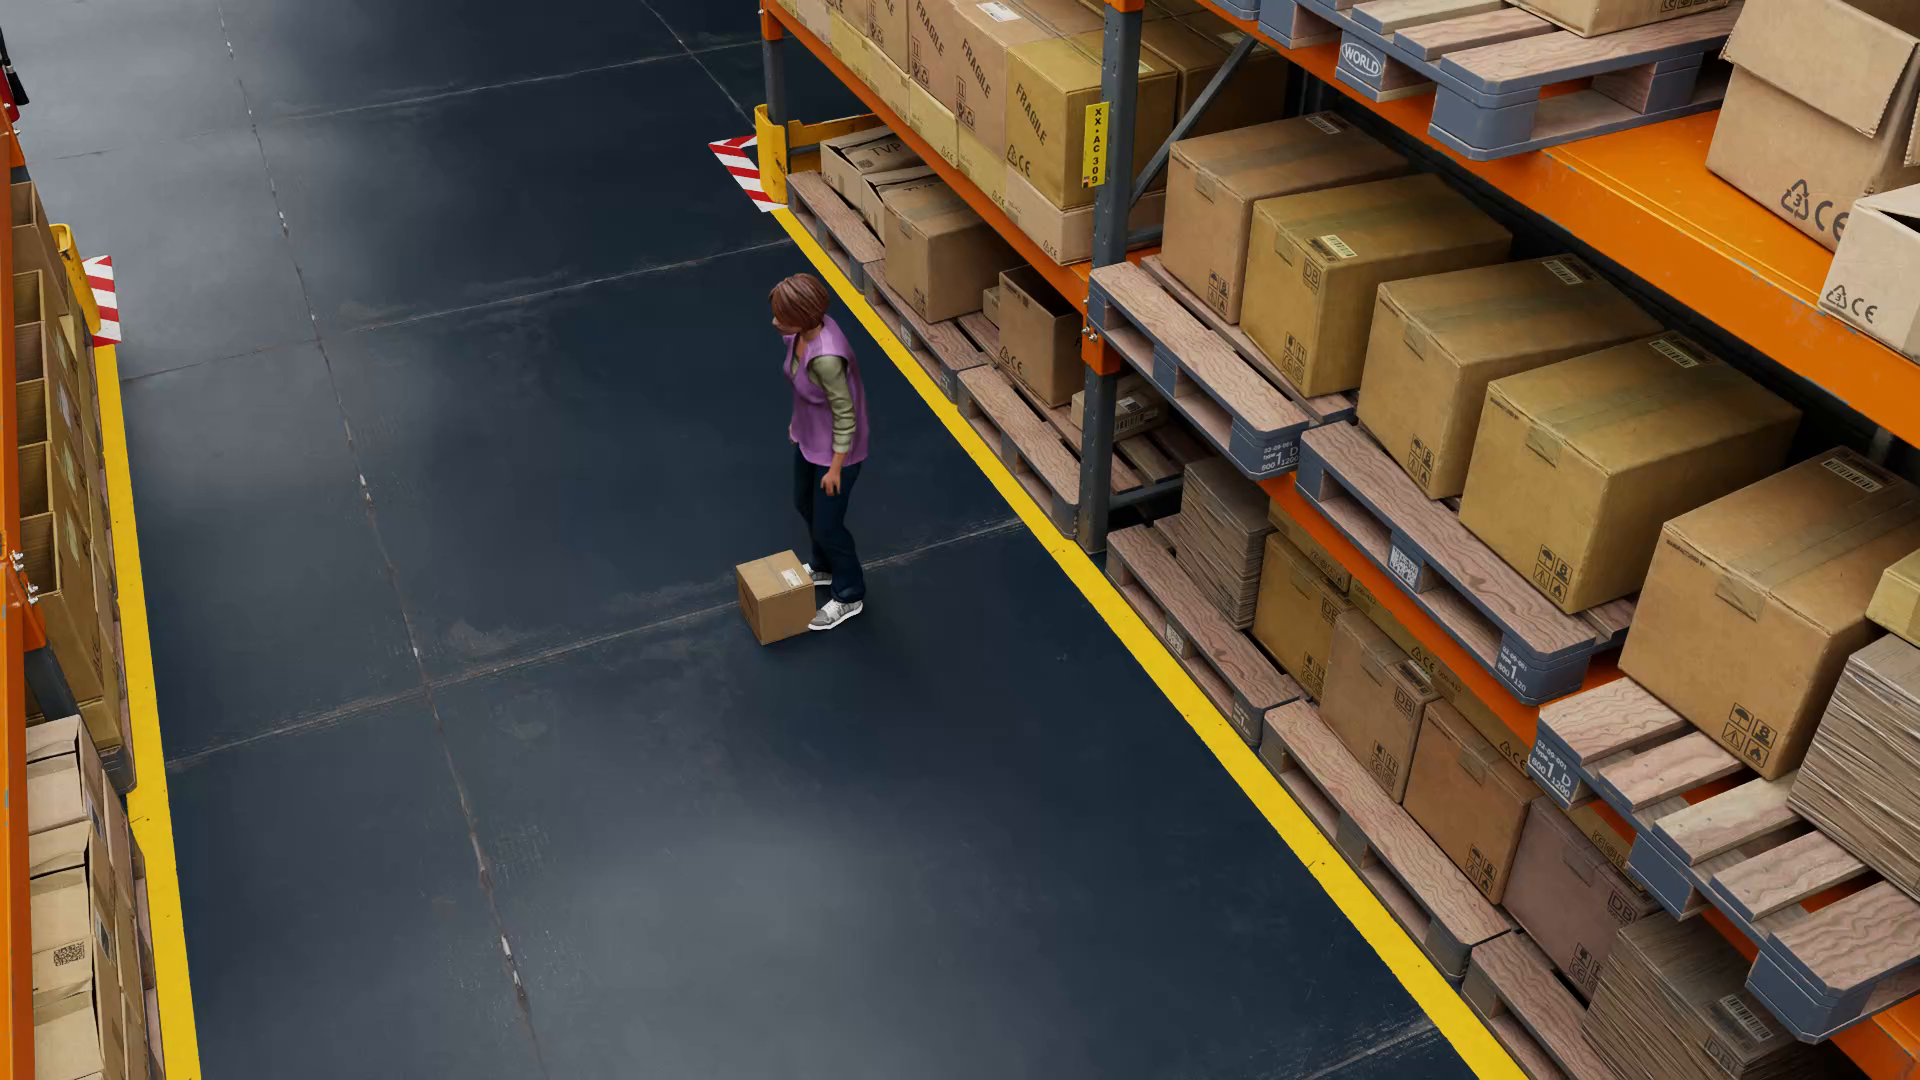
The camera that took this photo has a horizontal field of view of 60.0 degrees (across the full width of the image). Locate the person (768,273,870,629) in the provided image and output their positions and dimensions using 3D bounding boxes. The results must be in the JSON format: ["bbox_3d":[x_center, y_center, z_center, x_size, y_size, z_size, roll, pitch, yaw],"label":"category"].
[{"bbox_3d":[-0.548,-0.362,6.629,0.347,1.591,0.459,-16,41,-19],"label":"person"}]
